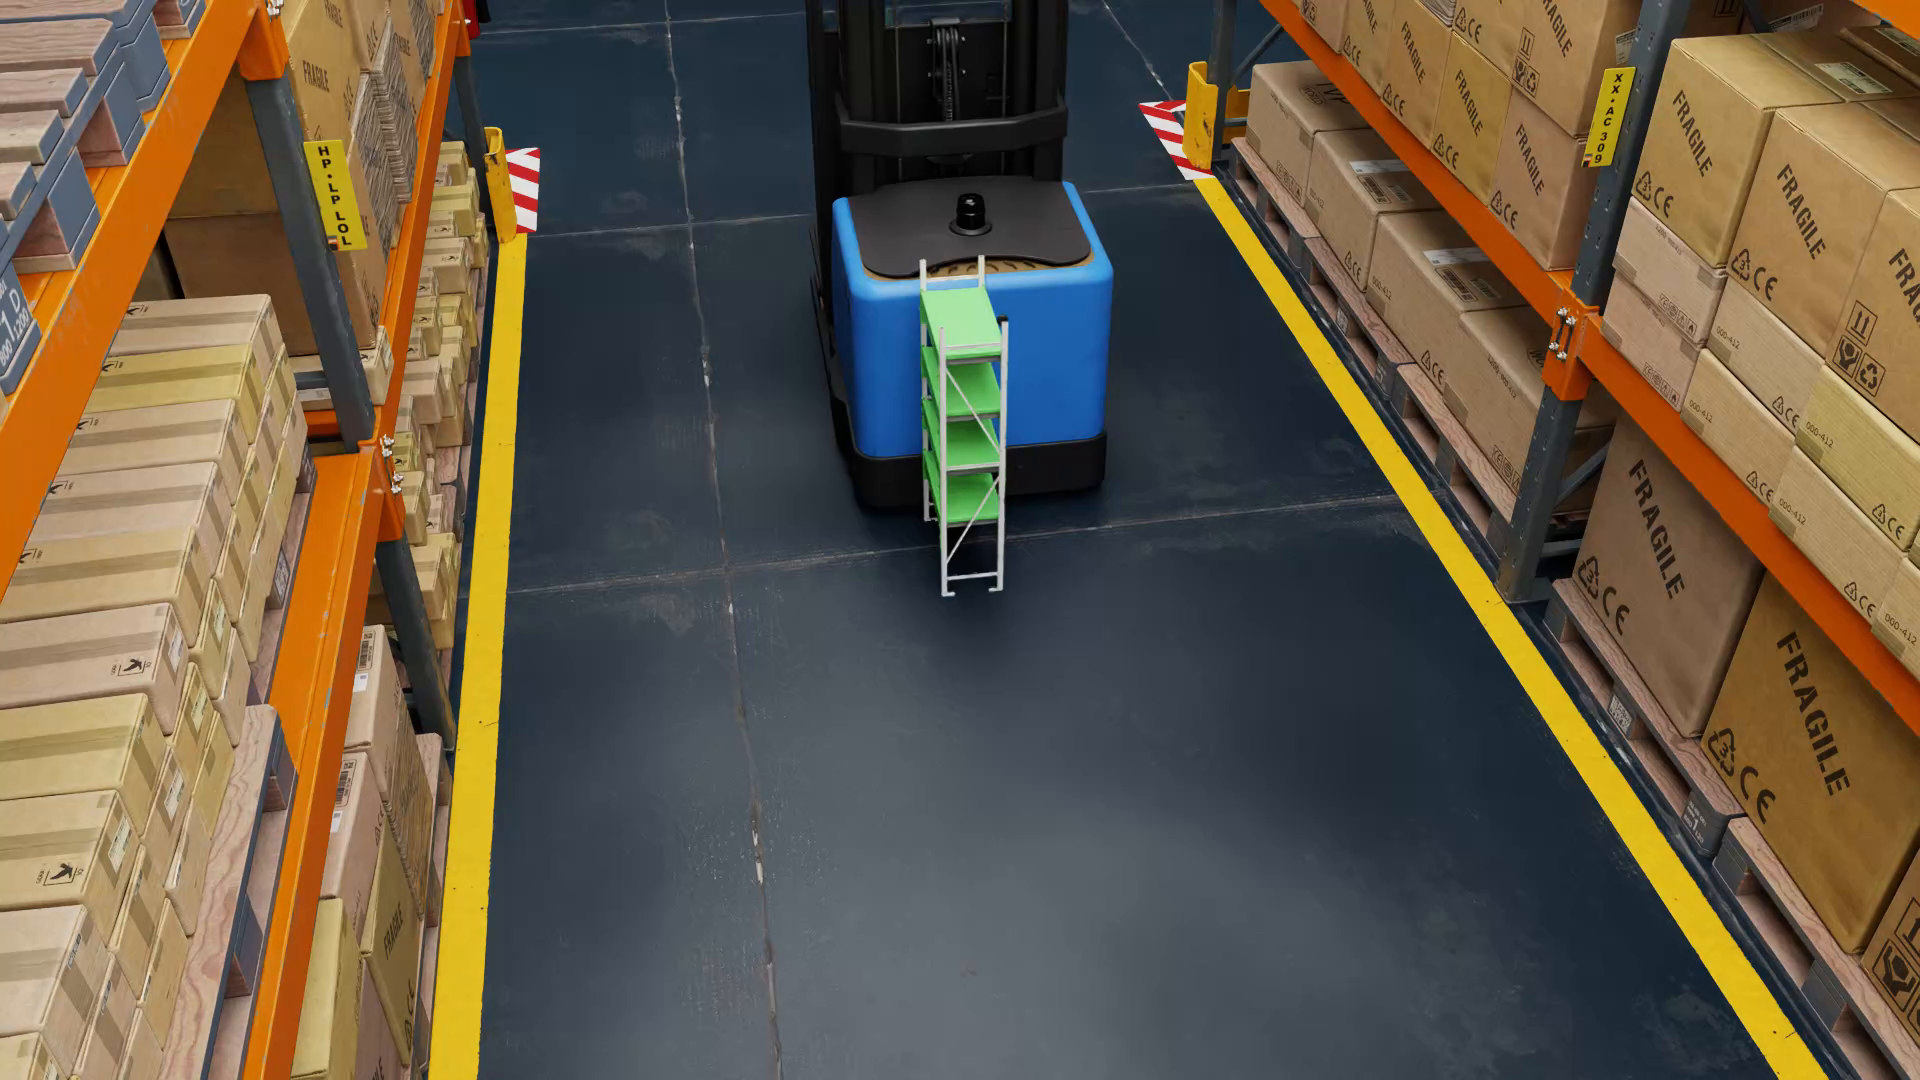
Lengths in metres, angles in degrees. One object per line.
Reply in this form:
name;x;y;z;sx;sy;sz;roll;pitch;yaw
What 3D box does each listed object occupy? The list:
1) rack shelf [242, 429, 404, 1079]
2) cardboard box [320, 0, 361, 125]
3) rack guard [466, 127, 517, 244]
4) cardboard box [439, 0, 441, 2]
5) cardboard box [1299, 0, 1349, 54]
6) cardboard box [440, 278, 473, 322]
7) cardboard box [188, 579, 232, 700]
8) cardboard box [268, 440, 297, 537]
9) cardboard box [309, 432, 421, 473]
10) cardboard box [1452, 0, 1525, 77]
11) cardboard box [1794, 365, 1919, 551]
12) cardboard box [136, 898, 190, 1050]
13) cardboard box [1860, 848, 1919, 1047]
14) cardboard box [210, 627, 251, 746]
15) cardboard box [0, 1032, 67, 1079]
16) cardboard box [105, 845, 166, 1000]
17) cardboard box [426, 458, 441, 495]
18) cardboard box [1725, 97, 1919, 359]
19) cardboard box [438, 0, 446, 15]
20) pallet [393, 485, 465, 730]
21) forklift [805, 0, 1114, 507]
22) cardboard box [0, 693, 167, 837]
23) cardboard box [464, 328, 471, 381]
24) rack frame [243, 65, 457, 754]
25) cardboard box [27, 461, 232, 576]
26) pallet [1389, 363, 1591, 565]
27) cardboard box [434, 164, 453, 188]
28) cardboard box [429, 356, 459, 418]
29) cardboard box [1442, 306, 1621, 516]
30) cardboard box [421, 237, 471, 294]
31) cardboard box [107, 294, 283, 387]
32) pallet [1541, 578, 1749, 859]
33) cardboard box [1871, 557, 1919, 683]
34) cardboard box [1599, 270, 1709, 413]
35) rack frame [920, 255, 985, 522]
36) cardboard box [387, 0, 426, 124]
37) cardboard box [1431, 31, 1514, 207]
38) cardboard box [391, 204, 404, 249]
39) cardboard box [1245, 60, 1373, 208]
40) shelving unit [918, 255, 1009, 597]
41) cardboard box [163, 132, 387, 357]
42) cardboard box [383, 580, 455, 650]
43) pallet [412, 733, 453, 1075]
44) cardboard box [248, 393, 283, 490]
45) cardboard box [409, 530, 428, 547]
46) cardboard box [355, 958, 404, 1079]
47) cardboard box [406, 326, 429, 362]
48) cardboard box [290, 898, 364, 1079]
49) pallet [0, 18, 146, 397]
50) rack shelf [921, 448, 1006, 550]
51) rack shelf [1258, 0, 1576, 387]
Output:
rack shelf;-1.913;1.066;3.519;1.077;0.370;4.000;-6;38;-8
cardboard box;-2.209;-1.588;5.210;0.500;0.500;0.500;-7;38;-9
rack guard;-2.952;-1.809;8.671;1.175;0.500;0.348;-6;38;-8
cardboard box;-2.633;-2.755;7.528;0.500;0.500;0.500;-5;38;-7
cardboard box;1.880;-2.542;7.496;0.500;0.500;0.500;-6;38;-8
cardboard box;-2.395;-1.086;7.442;0.380;0.149;0.250;-6;38;-7
cardboard box;-1.815;0.240;3.616;0.380;0.149;0.250;-8;39;-10
cardboard box;-1.953;-0.117;4.318;0.380;0.149;0.250;-6;38;-8
cardboard box;-2.203;-0.252;6.125;0.380;0.149;0.250;-7;38;-9
cardboard box;2.157;-2.016;6.004;0.500;0.500;0.500;-7;38;-9
cardboard box;2.573;-0.242;4.331;0.500;0.250;0.500;-6;38;-7
cardboard box;-1.676;0.831;3.098;0.380;0.149;0.250;-6;38;-7
cardboard box;3.102;1.104;4.273;0.875;0.875;0.875;-6;38;-7
cardboard box;-1.813;0.352;3.714;0.380;0.149;0.250;-8;39;-10
cardboard box;-1.587;0.918;2.501;0.380;0.149;0.250;-8;39;-10
cardboard box;-1.677;0.715;3.005;0.380;0.149;0.250;-7;38;-8
cardboard box;-2.246;-0.174;6.510;0.380;0.149;0.250;-7;38;-9
cardboard box;2.503;-0.853;4.506;0.500;0.500;0.500;-6;38;-8
cardboard box;-2.629;-2.576;7.826;0.380;0.149;0.250;-6;38;-8
pallet;-2.416;0.273;6.226;1.003;0.211;1.213;-6;38;-8
forklift;-0.132;-2.192;7.182;1.130;2.935;3.031;-6;38;-7
cardboard box;-1.725;0.444;3.111;0.380;0.149;0.250;-7;38;-9
cardboard box;-2.370;-0.811;7.330;0.380;0.149;0.250;-6;38;-7
rack frame;-2.264;-0.426;4.853;1.000;3.000;0.127;-6;38;-8
cardboard box;-1.863;-0.029;3.720;0.380;0.149;0.250;-6;38;-8
pallet;2.536;-0.386;7.075;1.003;0.211;1.213;-6;38;-8
cardboard box;-2.635;-1.667;7.947;0.380;0.149;0.250;-6;38;-7
cardboard box;-2.274;-0.615;6.835;0.380;0.149;0.250;-7;38;-8
cardboard box;2.588;-0.564;6.777;0.875;0.438;0.875;-7;38;-9
cardboard box;-2.380;-1.204;7.352;0.380;0.149;0.250;-5;38;-6
cardboard box;-2.001;-0.506;4.334;0.380;0.149;0.250;-5;38;-6
pallet;2.802;0.540;5.883;1.003;0.211;1.213;-6;38;-8
cardboard box;2.654;0.261;4.092;0.500;0.250;0.500;-7;38;-9
cardboard box;2.409;-0.666;5.285;0.500;0.250;0.500;-7;38;-9
rack frame;-0.029;-0.564;6.498;0.240;1.200;0.015;-6;38;-7
cardboard box;-2.372;-1.836;6.344;0.500;0.500;0.500;-4;38;-6
cardboard box;2.163;-1.622;6.311;0.500;0.500;0.500;-7;38;-9
cardboard box;-2.230;-1.161;6.004;0.380;0.149;0.250;-6;38;-7
cardboard box;2.105;-2.202;8.885;0.875;0.438;0.875;-7;38;-9
shelving unit;0.009;-0.416;6.308;0.258;1.200;0.503;-6;38;-7
cardboard box;-2.102;-0.909;5.151;0.500;0.500;0.500;-7;38;-9
cardboard box;-2.011;0.280;5.927;0.380;0.149;0.250;-8;39;-10
pallet;-2.126;1.145;5.104;1.003;0.211;1.213;-6;38;-8
cardboard box;-1.952;-0.232;4.224;0.380;0.149;0.250;-6;38;-8
cardboard box;-2.145;0.020;6.018;0.380;0.149;0.250;-6;38;-8
cardboard box;-1.711;1.435;4.153;0.500;0.500;0.500;-7;38;-9
cardboard box;-2.364;-0.725;6.734;0.380;0.149;0.250;-8;39;-10
cardboard box;-1.700;1.151;3.907;0.500;0.250;0.500;-8;39;-10
pallet;-2.075;-0.526;2.690;1.213;0.211;1.003;-6;38;-8
rack shelf;0.009;-0.176;6.494;0.258;0.148;0.480;-6;38;-7
rack shelf;2.241;-1.943;7.393;1.077;0.370;4.000;-6;38;-8
